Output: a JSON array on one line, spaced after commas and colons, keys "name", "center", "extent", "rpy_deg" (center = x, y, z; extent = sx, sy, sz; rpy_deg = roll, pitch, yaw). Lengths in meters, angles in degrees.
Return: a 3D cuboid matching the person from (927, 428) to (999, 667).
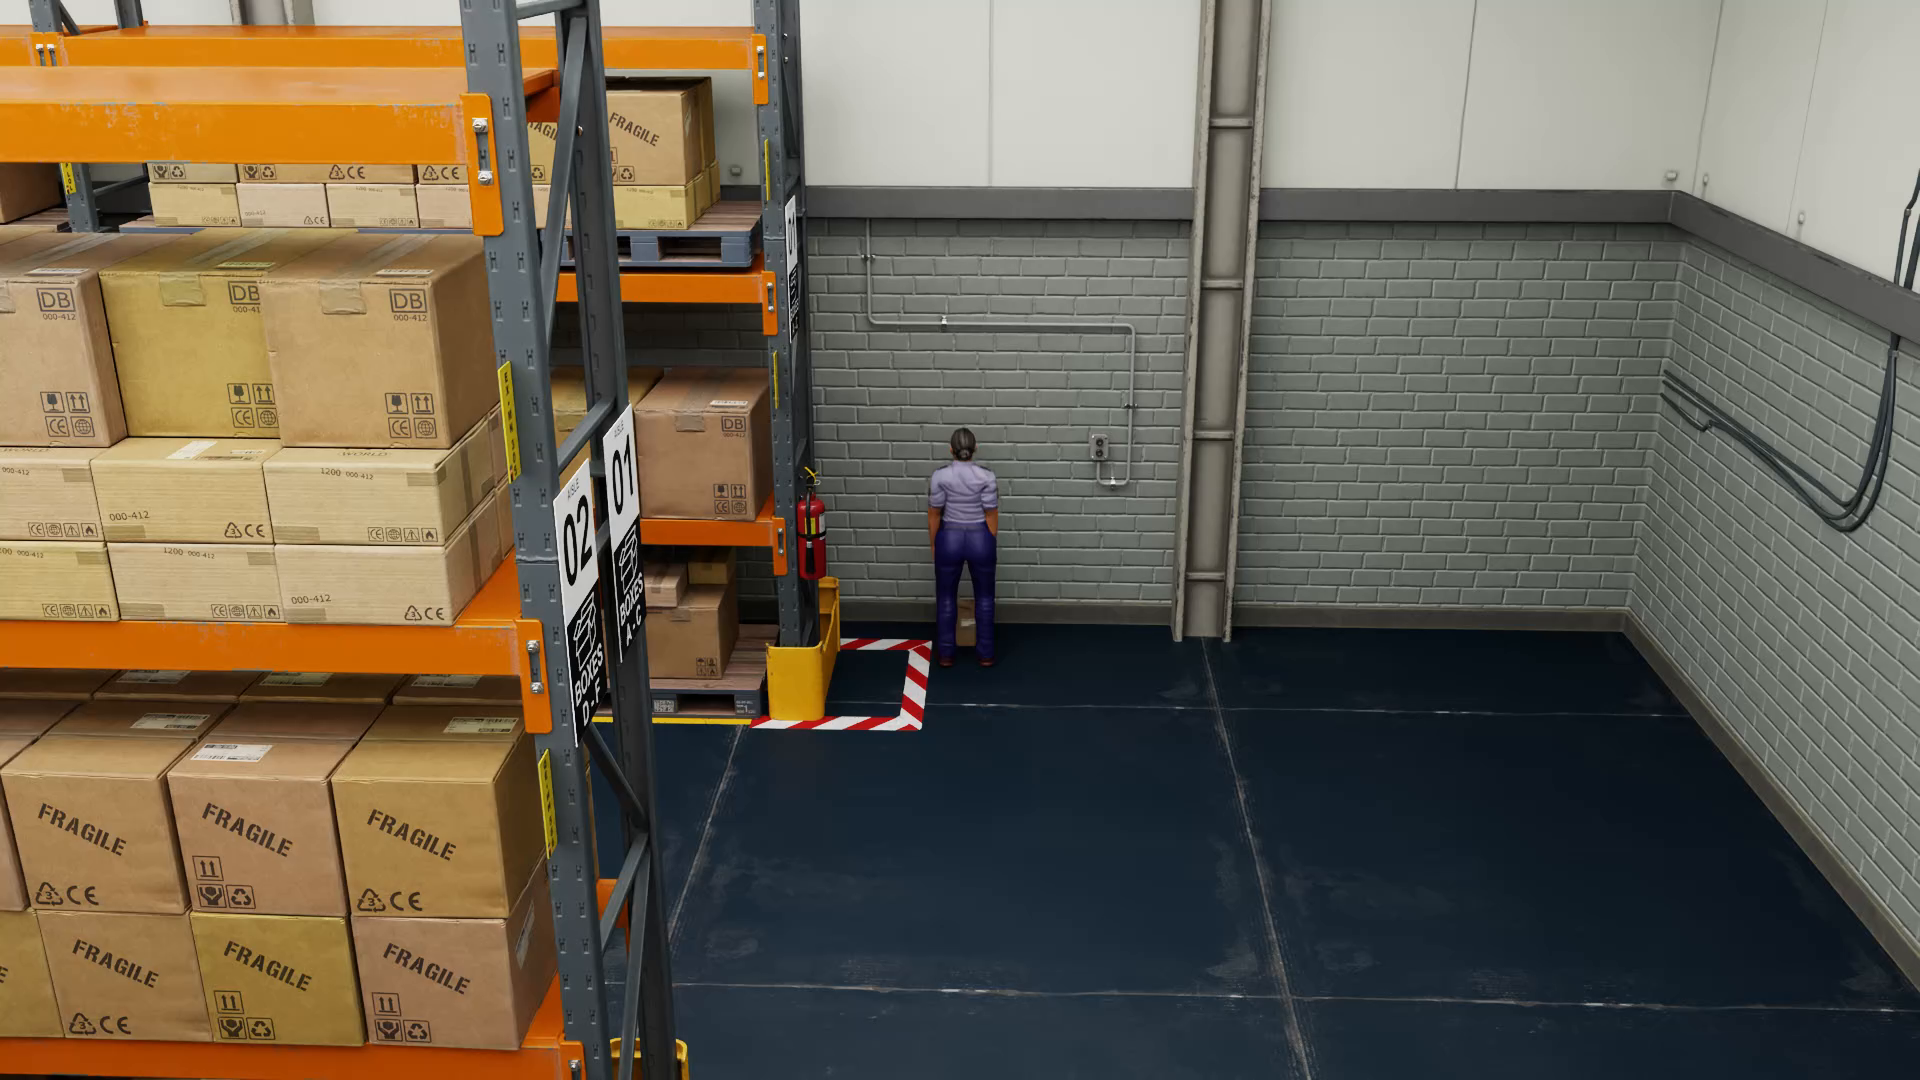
[{"name": "person", "center": [0.019, 0.046, 10.994], "extent": [0.467, 1.643, 0.343], "rpy_deg": [0, 21, 1]}]
